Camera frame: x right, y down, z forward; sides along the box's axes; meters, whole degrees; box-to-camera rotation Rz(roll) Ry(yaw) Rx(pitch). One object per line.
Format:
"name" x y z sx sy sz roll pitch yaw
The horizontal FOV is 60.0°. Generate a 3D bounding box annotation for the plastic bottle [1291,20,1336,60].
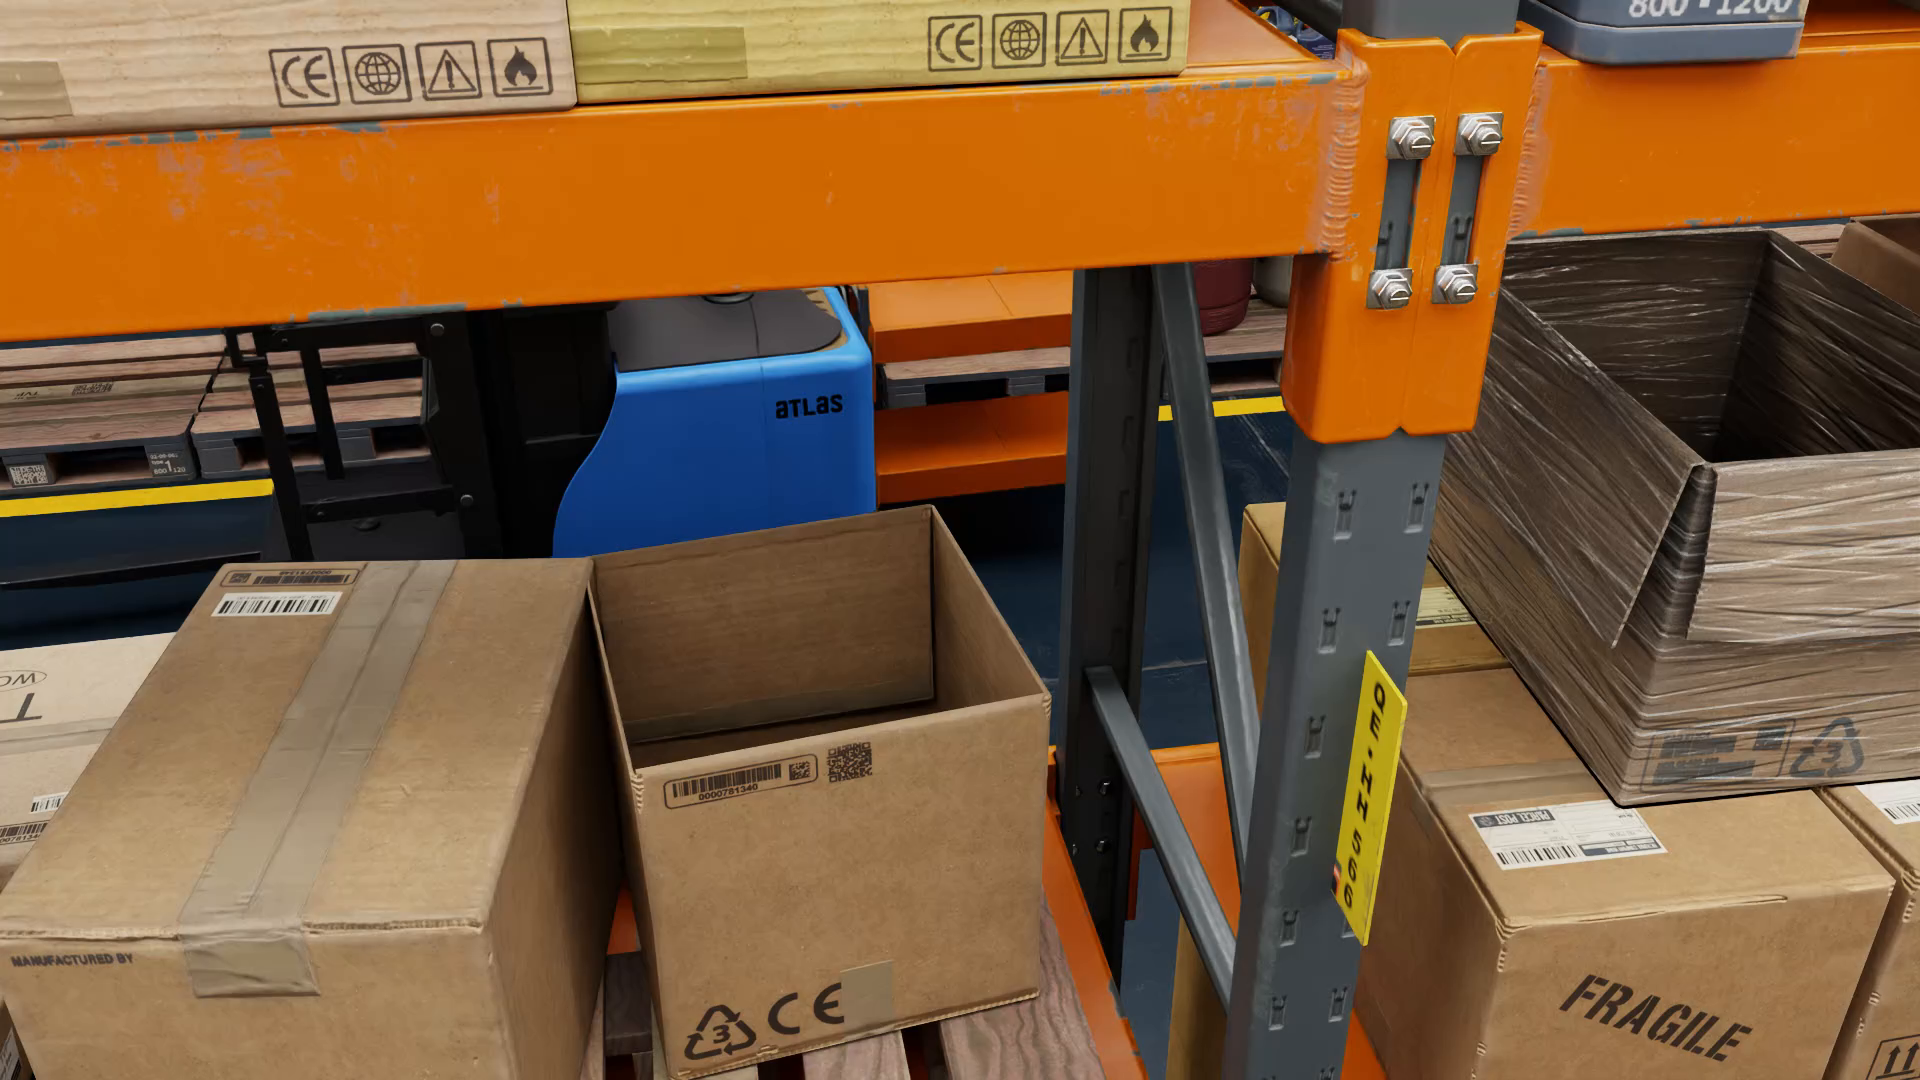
"plastic bottle" 1.435 -1.995 6.732 0.185 0.351 0.144 -5 31 -9

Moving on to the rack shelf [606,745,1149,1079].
"rack shelf" -1.646 0.964 2.362 4.000 0.370 1.077 -5 31 -9

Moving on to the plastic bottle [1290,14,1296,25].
"plastic bottle" 1.417 -2.264 7.267 0.097 0.271 0.097 0 30 0

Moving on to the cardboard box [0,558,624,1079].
"cardboard box" -0.733 0.417 2.069 0.500 0.500 0.700 -1 30 -2

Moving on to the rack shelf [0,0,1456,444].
"rack shelf" -1.646 -0.329 1.601 4.000 0.370 1.077 -5 31 -9

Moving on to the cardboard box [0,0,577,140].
"cardboard box" -0.588 -0.540 1.397 0.500 0.250 0.500 -5 31 -9

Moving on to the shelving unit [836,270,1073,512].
"shelving unit" 0.125 -0.514 6.015 1.048 1.125 0.538 -7 31 -12

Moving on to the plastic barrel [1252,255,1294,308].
"plastic barrel" 1.558 -1.359 7.643 0.421 0.512 0.421 0 30 0

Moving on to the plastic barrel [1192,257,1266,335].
"plastic barrel" 1.018 -1.296 7.460 0.708 0.588 0.600 -5 31 -9

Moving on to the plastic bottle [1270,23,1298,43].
"plastic bottle" 1.278 -1.950 6.729 0.135 0.276 0.152 -5 31 -9

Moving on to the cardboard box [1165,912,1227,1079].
"cardboard box" 1.004 1.153 3.011 0.875 0.875 1.225 -7 31 -11

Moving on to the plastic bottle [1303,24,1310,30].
"plastic bottle" 1.582 -2.353 7.420 0.097 0.271 0.097 0 30 0

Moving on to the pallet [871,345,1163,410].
"pallet" 0.197 -0.889 7.554 1.213 0.211 1.003 -5 31 -9

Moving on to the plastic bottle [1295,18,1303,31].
"plastic bottle" 1.486 -2.344 7.405 0.097 0.271 0.097 0 30 0

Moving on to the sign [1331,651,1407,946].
"sign" 0.429 0.276 1.758 0.005 0.325 0.100 -5 31 -9

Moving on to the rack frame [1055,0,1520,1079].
"rack frame" 0.322 0.473 2.487 0.053 2.616 0.949 -5 31 -9

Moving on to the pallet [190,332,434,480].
"pallet" -2.537 -0.635 7.122 1.213 0.211 1.003 -5 31 -9

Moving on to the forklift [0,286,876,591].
"forklift" -1.837 -0.968 5.004 3.031 2.935 1.130 -8 31 -13

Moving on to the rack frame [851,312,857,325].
"rack frame" -0.571 -1.998 6.689 0.127 3.000 1.000 -5 31 -9

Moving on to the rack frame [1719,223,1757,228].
"rack frame" 3.364 -2.364 7.310 0.127 3.000 1.000 -5 31 -9

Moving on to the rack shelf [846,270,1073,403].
"rack shelf" 0.125 -0.767 5.866 1.000 0.278 0.538 -7 31 -12

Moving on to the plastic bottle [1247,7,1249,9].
"plastic bottle" 1.199 -2.301 7.319 0.133 0.283 0.061 -5 31 -9

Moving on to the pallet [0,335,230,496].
"pallet" -3.740 -0.522 6.930 1.213 0.211 1.003 -5 31 -9

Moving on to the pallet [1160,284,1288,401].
"pallet" 1.395 -0.999 7.740 1.213 0.211 1.003 -5 31 -9

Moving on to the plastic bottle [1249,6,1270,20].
"plastic bottle" 1.352 -2.354 7.343 0.185 0.351 0.144 -5 31 -9

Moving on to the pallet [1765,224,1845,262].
"pallet" 4.080 -1.248 8.164 1.213 0.211 1.003 -5 31 -9

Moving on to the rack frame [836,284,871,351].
"rack frame" -0.370 -0.455 5.913 0.032 1.125 0.500 -7 31 -12

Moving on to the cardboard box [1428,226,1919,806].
"cardboard box" 1.044 -0.063 2.310 0.637 0.503 0.797 -4 31 -7

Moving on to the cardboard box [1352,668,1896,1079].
"cardboard box" 0.849 0.519 2.309 0.500 0.500 0.500 -4 31 -7

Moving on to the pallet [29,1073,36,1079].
"pallet" -1.618 0.755 2.196 1.213 0.211 1.003 -5 31 -9

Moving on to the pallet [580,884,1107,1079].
"pallet" -0.360 0.672 2.337 1.003 0.211 1.213 -5 31 -9

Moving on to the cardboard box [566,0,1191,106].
"cardboard box" -0.102 -0.592 1.486 0.500 0.250 0.500 -5 31 -9

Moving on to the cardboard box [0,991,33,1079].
"cardboard box" -1.270 0.635 1.929 0.258 0.266 0.396 -6 31 -10

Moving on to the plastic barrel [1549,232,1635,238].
"plastic barrel" 2.826 -1.599 7.666 0.708 0.901 0.600 -5 31 -9

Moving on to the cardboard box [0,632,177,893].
"cardboard box" -1.368 0.393 2.356 0.500 0.250 0.500 -6 31 -10

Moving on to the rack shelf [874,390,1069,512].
"rack shelf" 0.125 -0.303 6.139 1.000 0.278 0.538 -7 31 -12

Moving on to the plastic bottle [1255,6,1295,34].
"plastic bottle" 1.276 -2.058 6.840 0.185 0.351 0.144 -5 31 -9

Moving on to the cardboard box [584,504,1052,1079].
"cardboard box" -0.202 0.316 2.240 0.500 0.500 0.500 -9 32 -15

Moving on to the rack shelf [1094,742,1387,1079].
"rack shelf" 2.289 0.598 2.983 4.000 0.370 1.077 -5 31 -9

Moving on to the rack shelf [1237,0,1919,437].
"rack shelf" 2.289 -0.695 2.222 4.000 0.370 1.077 -5 31 -9

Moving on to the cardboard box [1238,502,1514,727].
"cardboard box" 0.762 0.259 2.751 0.500 0.500 0.500 -4 31 -7

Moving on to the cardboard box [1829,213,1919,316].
"cardboard box" 1.685 -0.121 2.409 0.637 0.503 0.797 -5 31 -8

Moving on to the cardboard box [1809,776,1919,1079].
"cardboard box" 1.356 0.471 2.391 0.500 0.500 0.500 -6 31 -10

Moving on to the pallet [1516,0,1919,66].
"pallet" 0.945 -0.826 1.922 1.003 0.211 1.213 -4 31 -7
